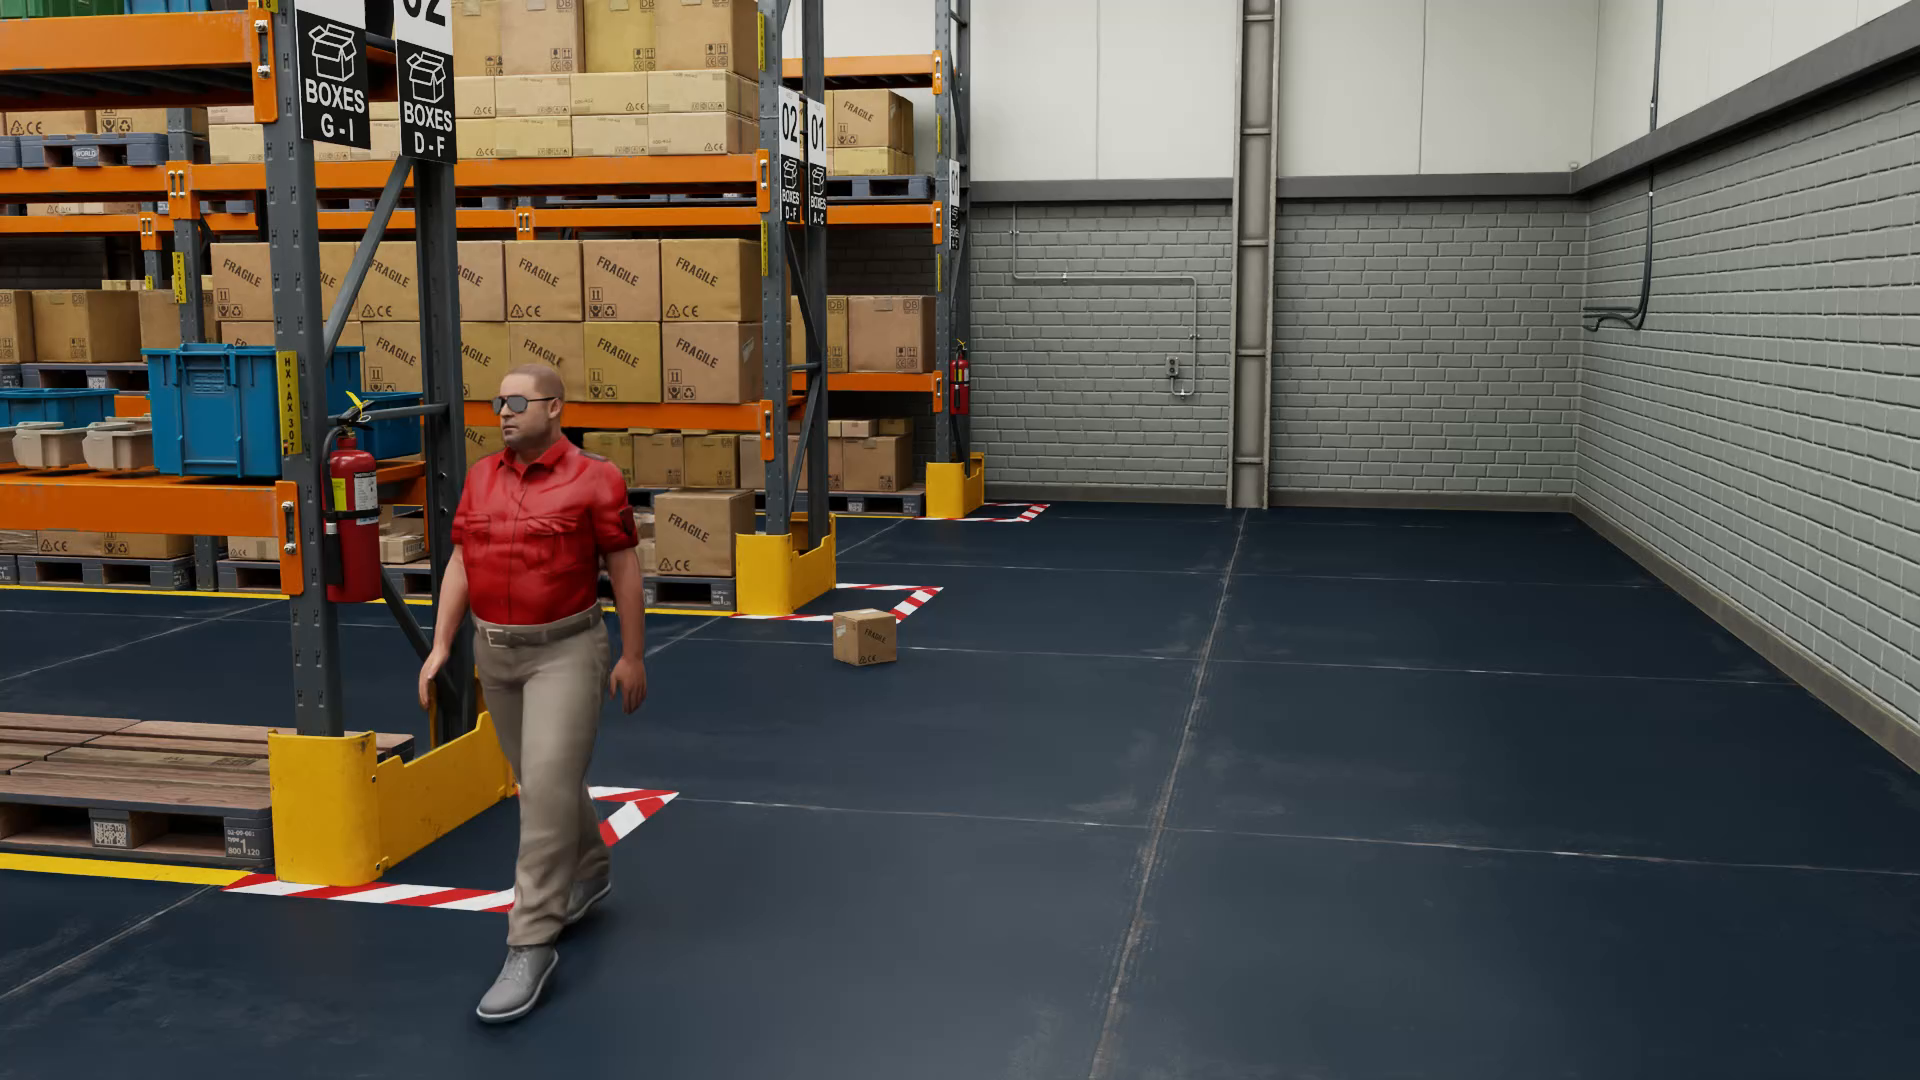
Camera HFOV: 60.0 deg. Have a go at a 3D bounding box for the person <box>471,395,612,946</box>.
[{"bbox_3d":[-1.212,0.341,4.796,0.439,1.519,0.725,3,9,22],"label":"person"}]
